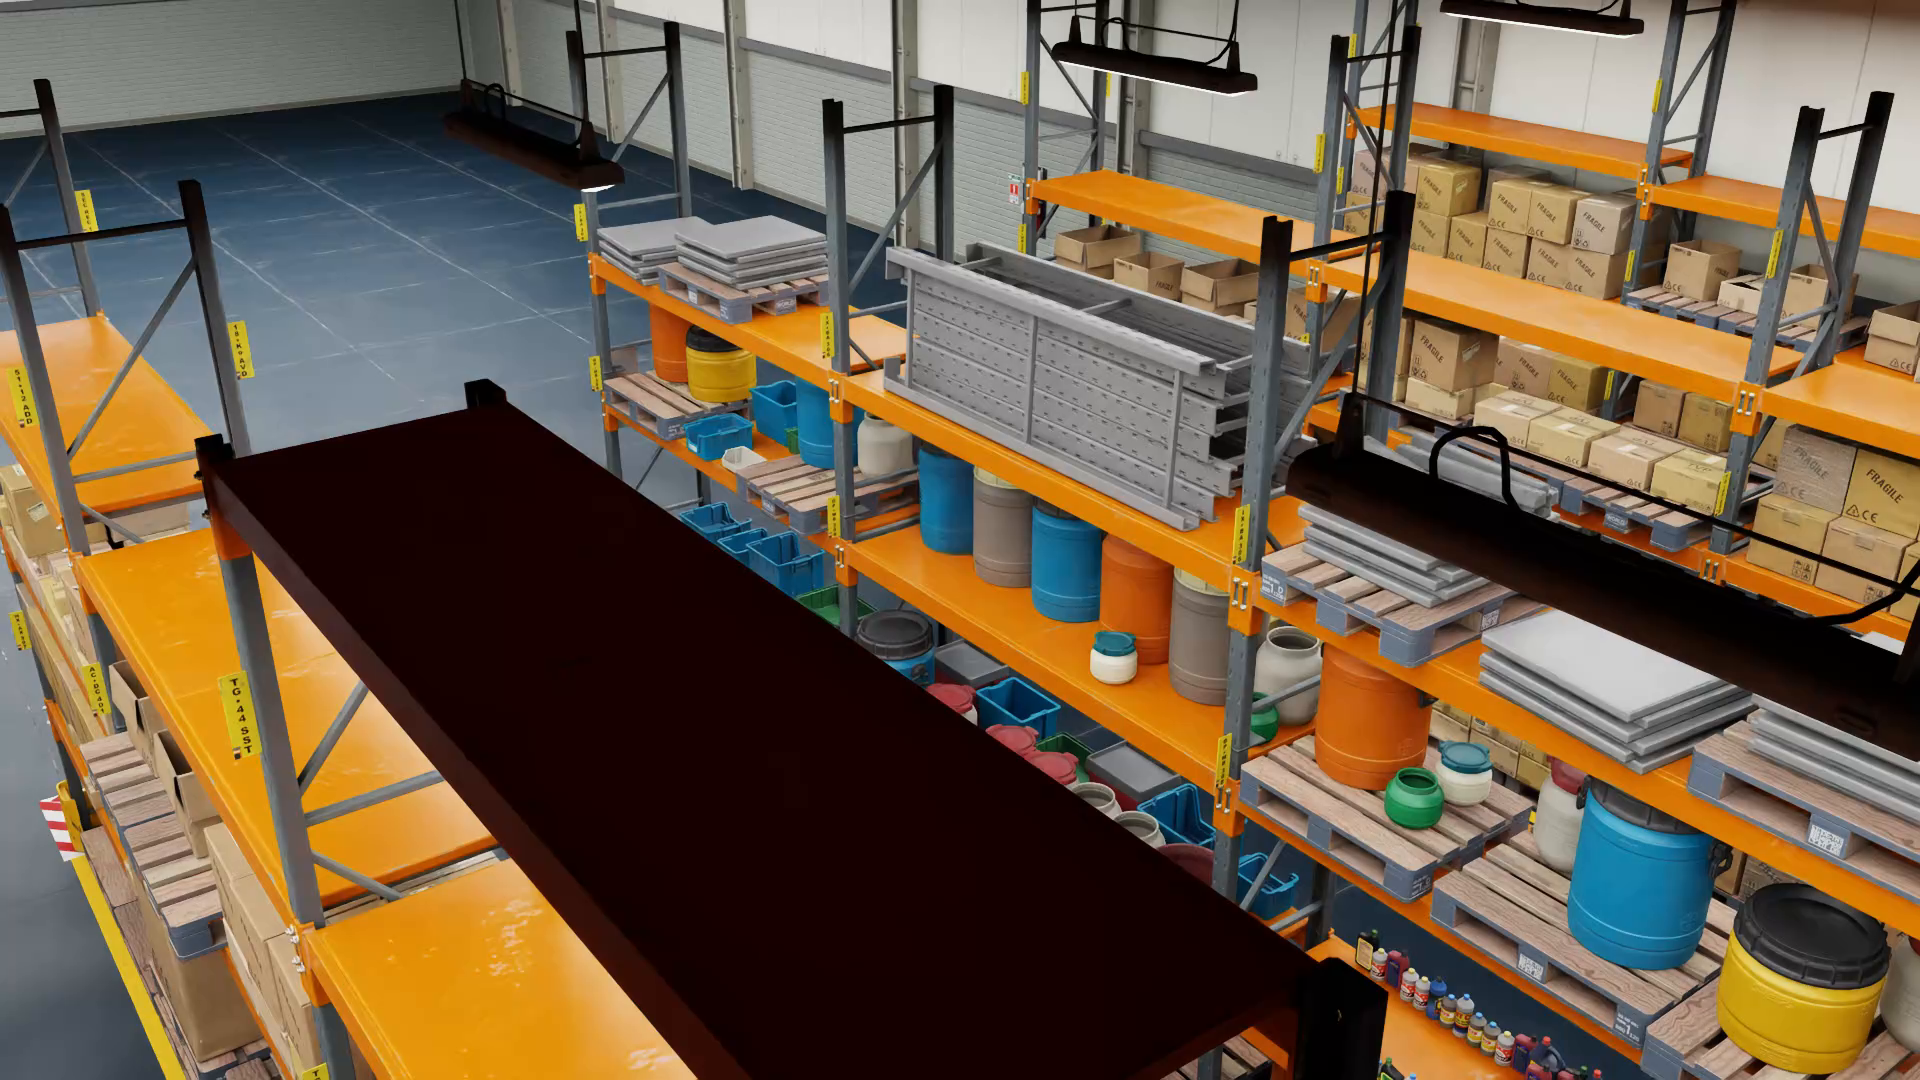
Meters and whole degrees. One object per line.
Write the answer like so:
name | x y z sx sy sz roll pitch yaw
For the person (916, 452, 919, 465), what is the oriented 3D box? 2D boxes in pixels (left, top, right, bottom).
person | -0.264 -1.175 19.605 0.418 1.607 0.443 -21 32 -37
